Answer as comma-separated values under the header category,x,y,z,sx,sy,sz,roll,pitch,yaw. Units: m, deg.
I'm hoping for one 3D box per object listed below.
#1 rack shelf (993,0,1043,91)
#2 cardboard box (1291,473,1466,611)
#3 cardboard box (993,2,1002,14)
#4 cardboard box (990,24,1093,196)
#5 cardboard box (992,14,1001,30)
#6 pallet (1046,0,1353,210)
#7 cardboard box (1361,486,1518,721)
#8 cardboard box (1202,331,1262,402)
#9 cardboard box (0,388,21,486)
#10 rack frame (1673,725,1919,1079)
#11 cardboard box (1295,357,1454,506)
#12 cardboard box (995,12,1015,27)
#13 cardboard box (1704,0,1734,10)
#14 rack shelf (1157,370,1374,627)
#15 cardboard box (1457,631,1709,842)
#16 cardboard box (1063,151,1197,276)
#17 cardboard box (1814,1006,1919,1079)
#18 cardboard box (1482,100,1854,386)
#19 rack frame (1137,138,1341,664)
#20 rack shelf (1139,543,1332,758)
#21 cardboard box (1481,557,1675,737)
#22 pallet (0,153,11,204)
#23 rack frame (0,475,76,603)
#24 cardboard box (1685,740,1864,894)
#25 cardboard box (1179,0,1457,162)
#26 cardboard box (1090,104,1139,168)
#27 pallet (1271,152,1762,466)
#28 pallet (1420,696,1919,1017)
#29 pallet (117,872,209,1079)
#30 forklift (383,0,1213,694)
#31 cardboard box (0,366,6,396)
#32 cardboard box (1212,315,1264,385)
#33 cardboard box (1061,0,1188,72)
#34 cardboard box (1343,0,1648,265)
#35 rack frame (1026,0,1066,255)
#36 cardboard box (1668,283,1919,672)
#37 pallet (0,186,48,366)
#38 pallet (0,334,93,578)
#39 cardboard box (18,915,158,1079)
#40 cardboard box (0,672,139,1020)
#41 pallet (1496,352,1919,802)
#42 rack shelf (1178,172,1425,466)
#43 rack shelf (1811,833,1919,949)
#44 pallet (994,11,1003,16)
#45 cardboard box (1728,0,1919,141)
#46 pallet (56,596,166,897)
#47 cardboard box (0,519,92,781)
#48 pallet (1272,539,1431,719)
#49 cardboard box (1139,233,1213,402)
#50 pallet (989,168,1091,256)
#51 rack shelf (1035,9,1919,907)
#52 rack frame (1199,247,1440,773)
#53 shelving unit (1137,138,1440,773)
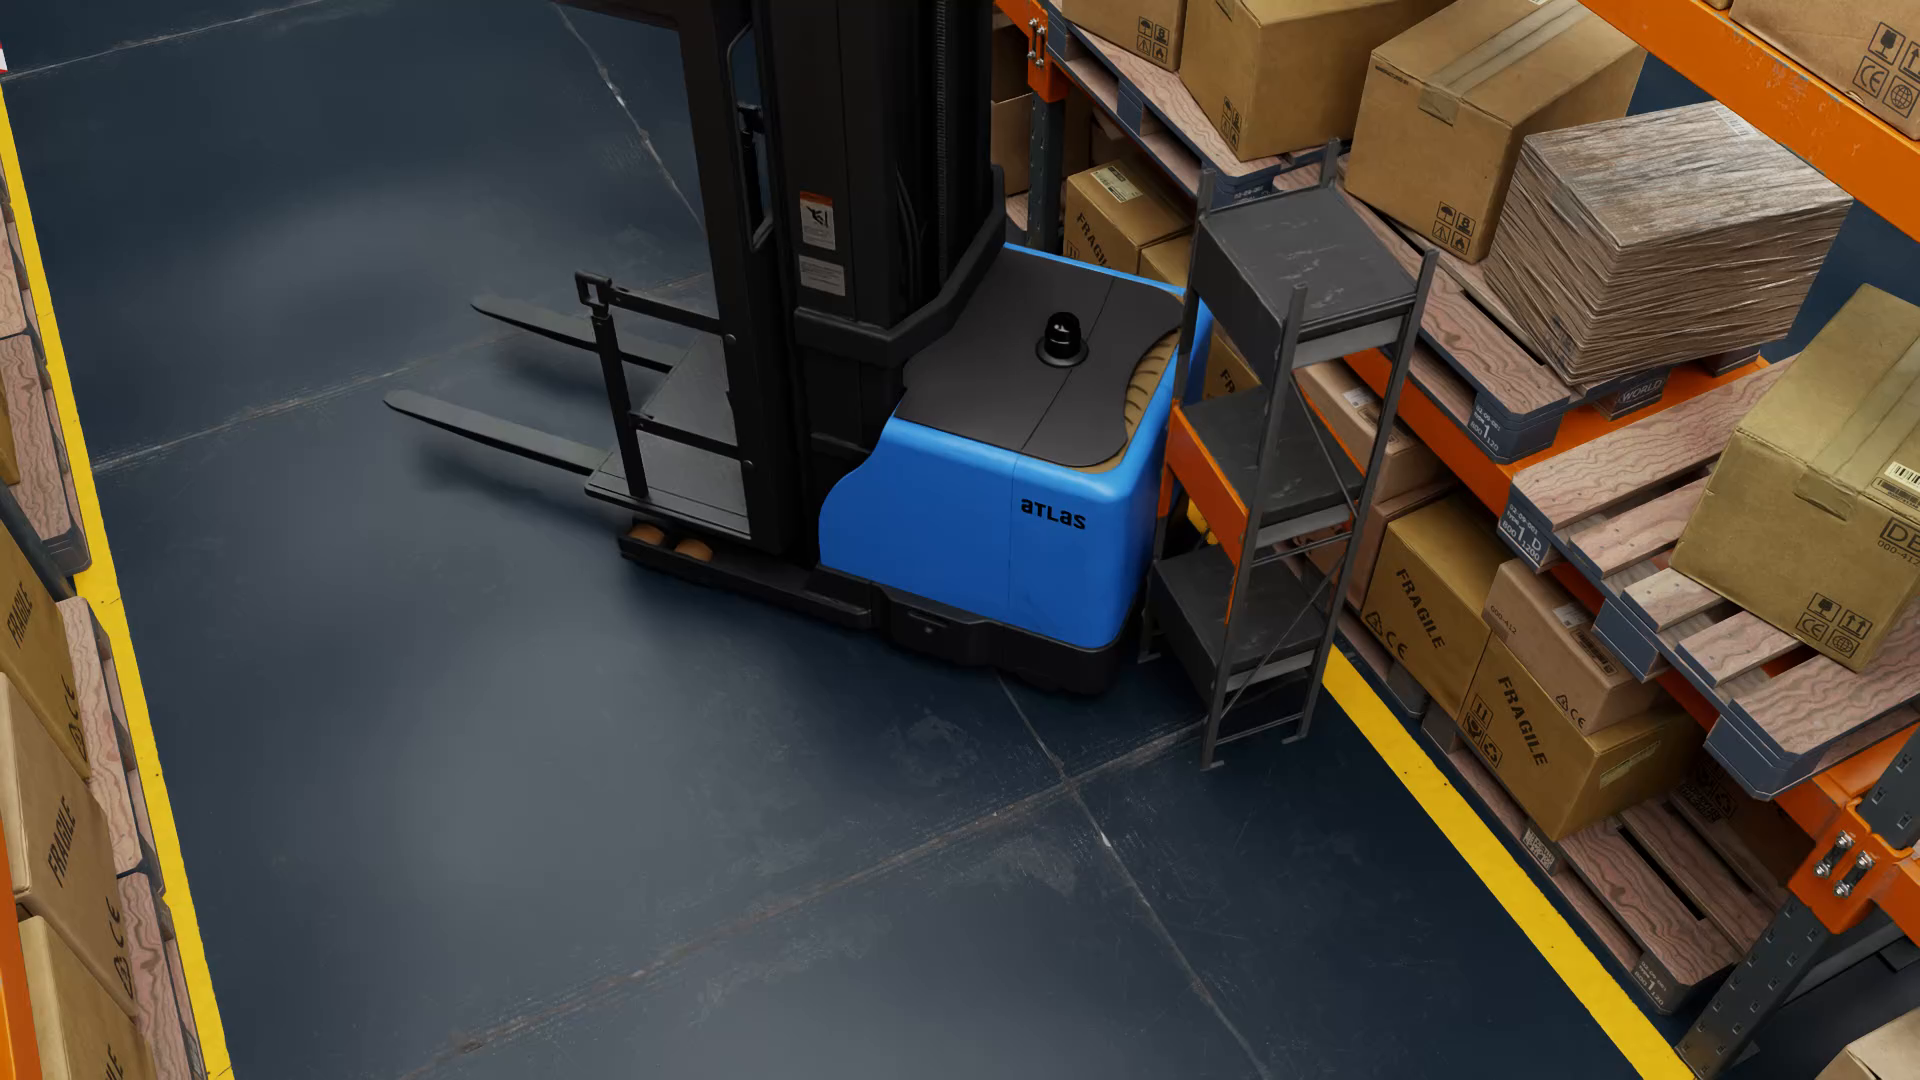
category,x,y,z,sx,sy,sz,roll,pitch,yaw
rack shelf,-0.160,-3.387,7.697,1.077,0.370,4.000,-21,52,-18
cardboard box,1.467,-0.171,5.775,0.500,0.500,0.500,-23,53,-19
cardboard box,-0.109,-2.864,8.128,0.797,0.503,0.637,-21,52,-18
cardboard box,0.243,-1.891,7.279,0.500,0.500,0.500,-21,52,-18
cardboard box,-0.100,-2.330,7.789,0.500,0.311,0.500,-21,52,-18
pallet,1.024,-1.649,5.827,1.003,0.211,1.213,-21,52,-18
cardboard box,1.713,0.179,5.469,0.500,0.500,0.500,-23,53,-19
cardboard box,1.236,-0.509,6.071,0.500,0.500,0.500,-21,52,-17
cardboard box,-3.898,-0.427,6.013,0.700,0.500,0.500,-21,52,-17
rack frame,2.586,0.392,3.914,1.000,3.000,0.127,-21,52,-18
cardboard box,1.448,-0.441,5.513,0.500,0.250,0.500,-22,52,-18
cardboard box,0.351,-2.428,7.971,0.380,0.166,0.250,-21,52,-18
cardboard box,1.885,-1.598,3.596,0.910,0.500,0.500,-21,52,-18
rack shelf,0.902,-0.132,4.989,0.431,0.518,0.480,-16,51,-14
cardboard box,1.949,0.525,5.166,0.500,0.500,0.500,-19,52,-16
cardboard box,0.760,-1.199,6.675,0.500,0.500,0.500,-23,53,-19
cardboard box,2.565,1.426,4.185,0.500,0.311,0.500,-20,52,-16
cardboard box,1.949,-0.840,4.646,0.700,0.500,0.500,-12,50,-11
rack frame,0.814,-0.312,5.128,0.400,2.100,0.015,-16,51,-14
rack shelf,0.902,0.329,5.516,0.431,0.518,0.480,-16,51,-14
cardboard box,1.920,0.242,4.916,0.500,0.250,0.500,-19,52,-16
pallet,-5.042,-1.827,7.708,1.003,0.211,1.213,-21,52,-18
rack frame,-3.647,-0.576,4.761,1.000,3.000,0.127,-21,52,-18
cardboard box,2.632,0.667,5.042,0.500,0.500,0.500,-19,52,-16
cardboard box,1.145,-1.624,5.332,0.700,0.500,0.500,-14,50,-12
cardboard box,0.756,-1.900,7.413,0.500,0.311,0.500,-21,52,-18
pallet,1.692,-0.845,5.124,1.003,0.211,1.213,-21,52,-18
pallet,2.278,0.797,5.412,1.003,0.211,1.213,-21,52,-18
pallet,-2.665,1.650,4.667,1.003,0.211,1.213,-21,52,-18
forklift,-0.708,-1.161,5.318,3.031,2.935,1.130,17,51,14
cardboard box,-4.125,-0.765,6.308,0.700,0.500,0.500,-22,52,-18
cardboard box,1.218,-0.777,5.807,0.500,0.250,0.500,-21,52,-17
cardboard box,0.774,-2.062,5.715,0.500,0.500,0.700,35,58,27
cardboard box,1.619,-1.295,5.044,0.700,0.500,0.500,-34,57,-26
rack frame,0.756,-2.285,6.256,1.000,3.000,0.127,-21,52,-18
cardboard box,2.198,-0.162,4.053,0.500,0.500,0.700,35,58,27
pallet,-4.488,-1.012,6.995,1.003,0.211,1.213,-21,52,-18
pallet,-3.926,-0.194,6.280,1.003,0.211,1.213,-21,52,-18
cardboard box,-2.432,1.544,4.056,0.750,0.750,0.750,-21,52,-18
cardboard box,-2.825,0.977,4.552,0.750,0.750,0.750,-20,52,-16
pallet,2.214,0.026,4.362,1.213,0.211,1.003,-21,52,-18
rack shelf,0.902,-0.593,4.462,0.431,0.518,0.480,-16,51,-14
rack shelf,3.501,1.967,3.014,1.077,0.370,4.000,-21,52,-18
pallet,-0.120,-2.645,8.423,1.003,0.211,1.213,-21,52,-18
cardboard box,2.123,-1.250,3.291,0.910,0.500,0.500,-21,52,-18
pallet,-3.227,0.832,5.382,1.003,0.211,1.213,-21,52,-18
cardboard box,-3.234,0.383,5.071,0.750,0.750,0.750,-21,52,-17
pallet,1.724,-0.018,6.126,1.003,0.211,1.213,-21,52,-18
cardboard box,1.014,-0.846,6.366,0.500,0.500,0.500,-20,52,-17
pallet,0.442,-1.827,7.708,1.003,0.211,1.213,-21,52,-18
rack shelf,1.671,-0.710,5.356,1.077,0.370,4.000,-21,52,-18
rack frame,0.990,0.030,4.828,0.400,2.100,0.015,-16,51,-14
shelving unit,0.902,-0.141,4.978,0.431,2.100,0.503,-16,51,-14
